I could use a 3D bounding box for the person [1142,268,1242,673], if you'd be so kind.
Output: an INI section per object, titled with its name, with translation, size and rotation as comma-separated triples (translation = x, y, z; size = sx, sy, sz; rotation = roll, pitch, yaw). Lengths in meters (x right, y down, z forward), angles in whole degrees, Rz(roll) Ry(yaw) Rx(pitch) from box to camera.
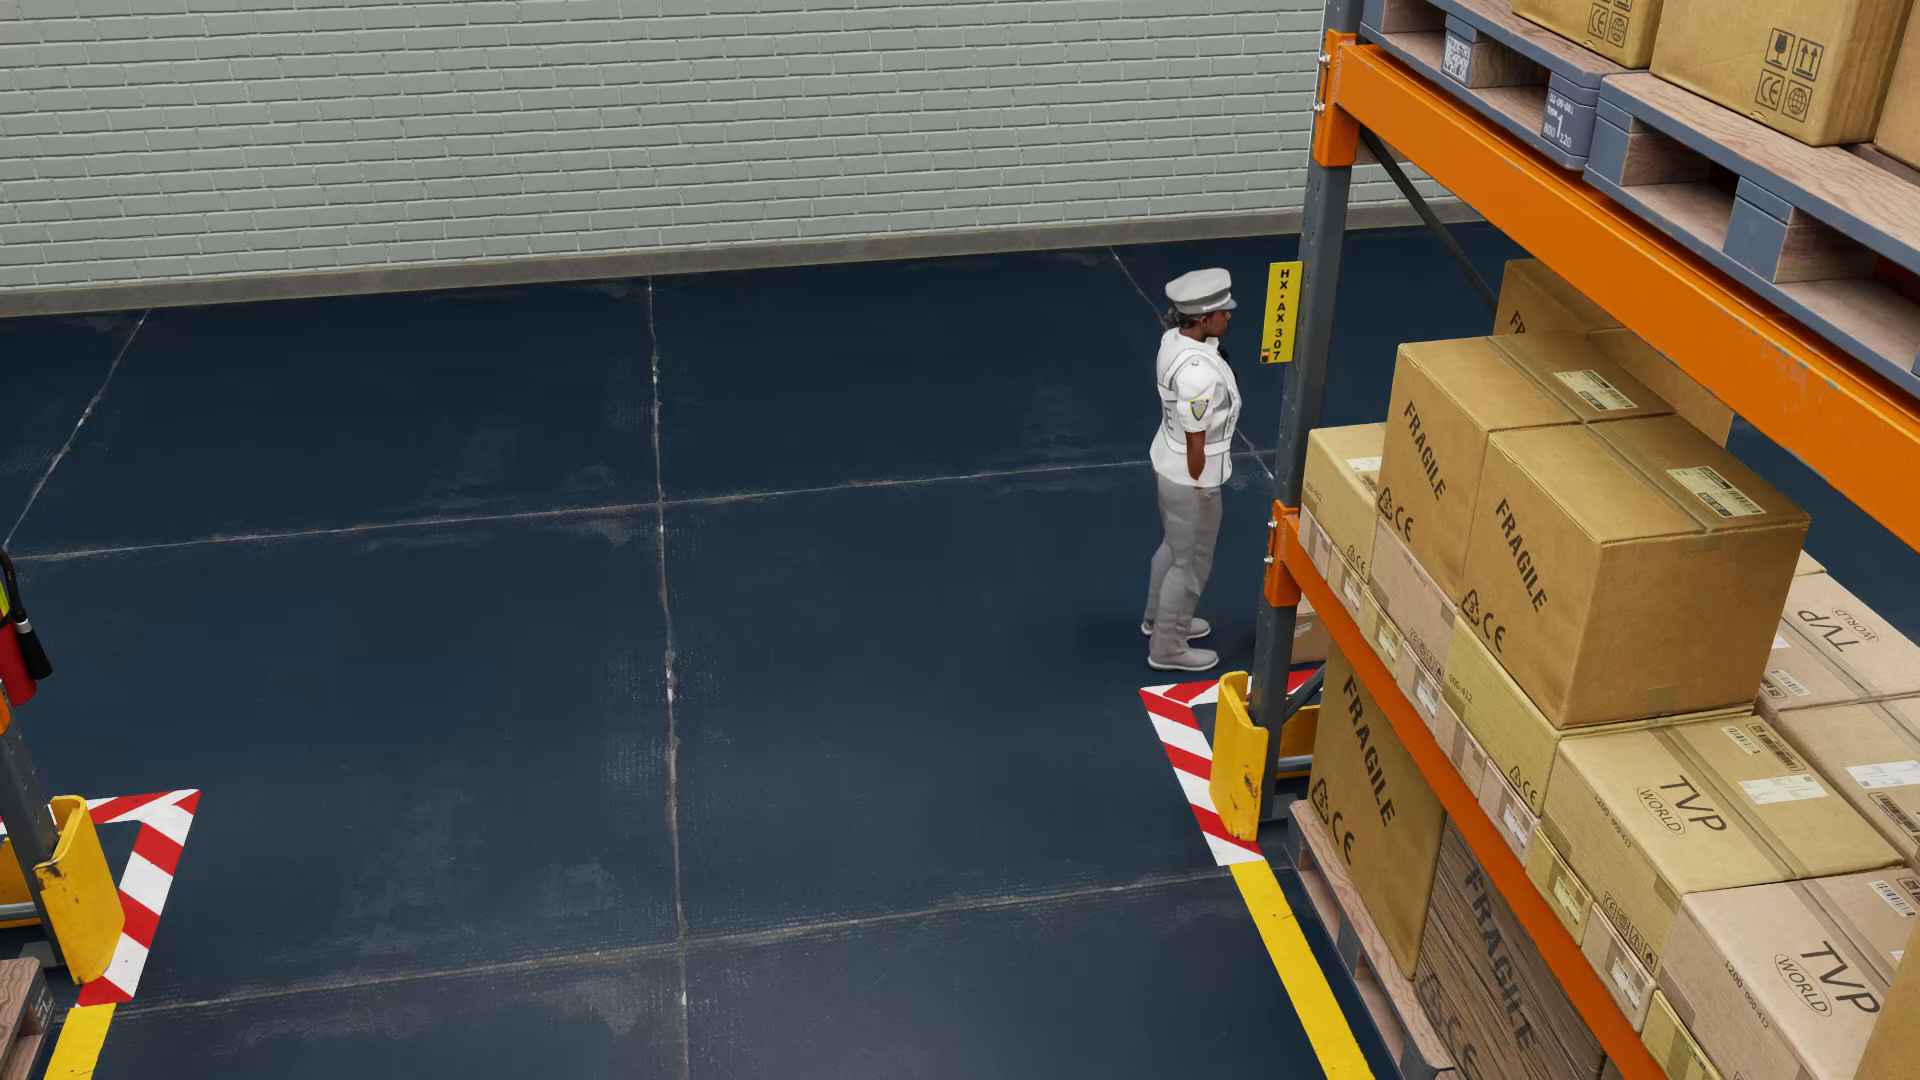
[person]
translation = 0.918, -0.266, 6.566
size = 0.339, 1.679, 0.436
rotation = -1, 31, -1
